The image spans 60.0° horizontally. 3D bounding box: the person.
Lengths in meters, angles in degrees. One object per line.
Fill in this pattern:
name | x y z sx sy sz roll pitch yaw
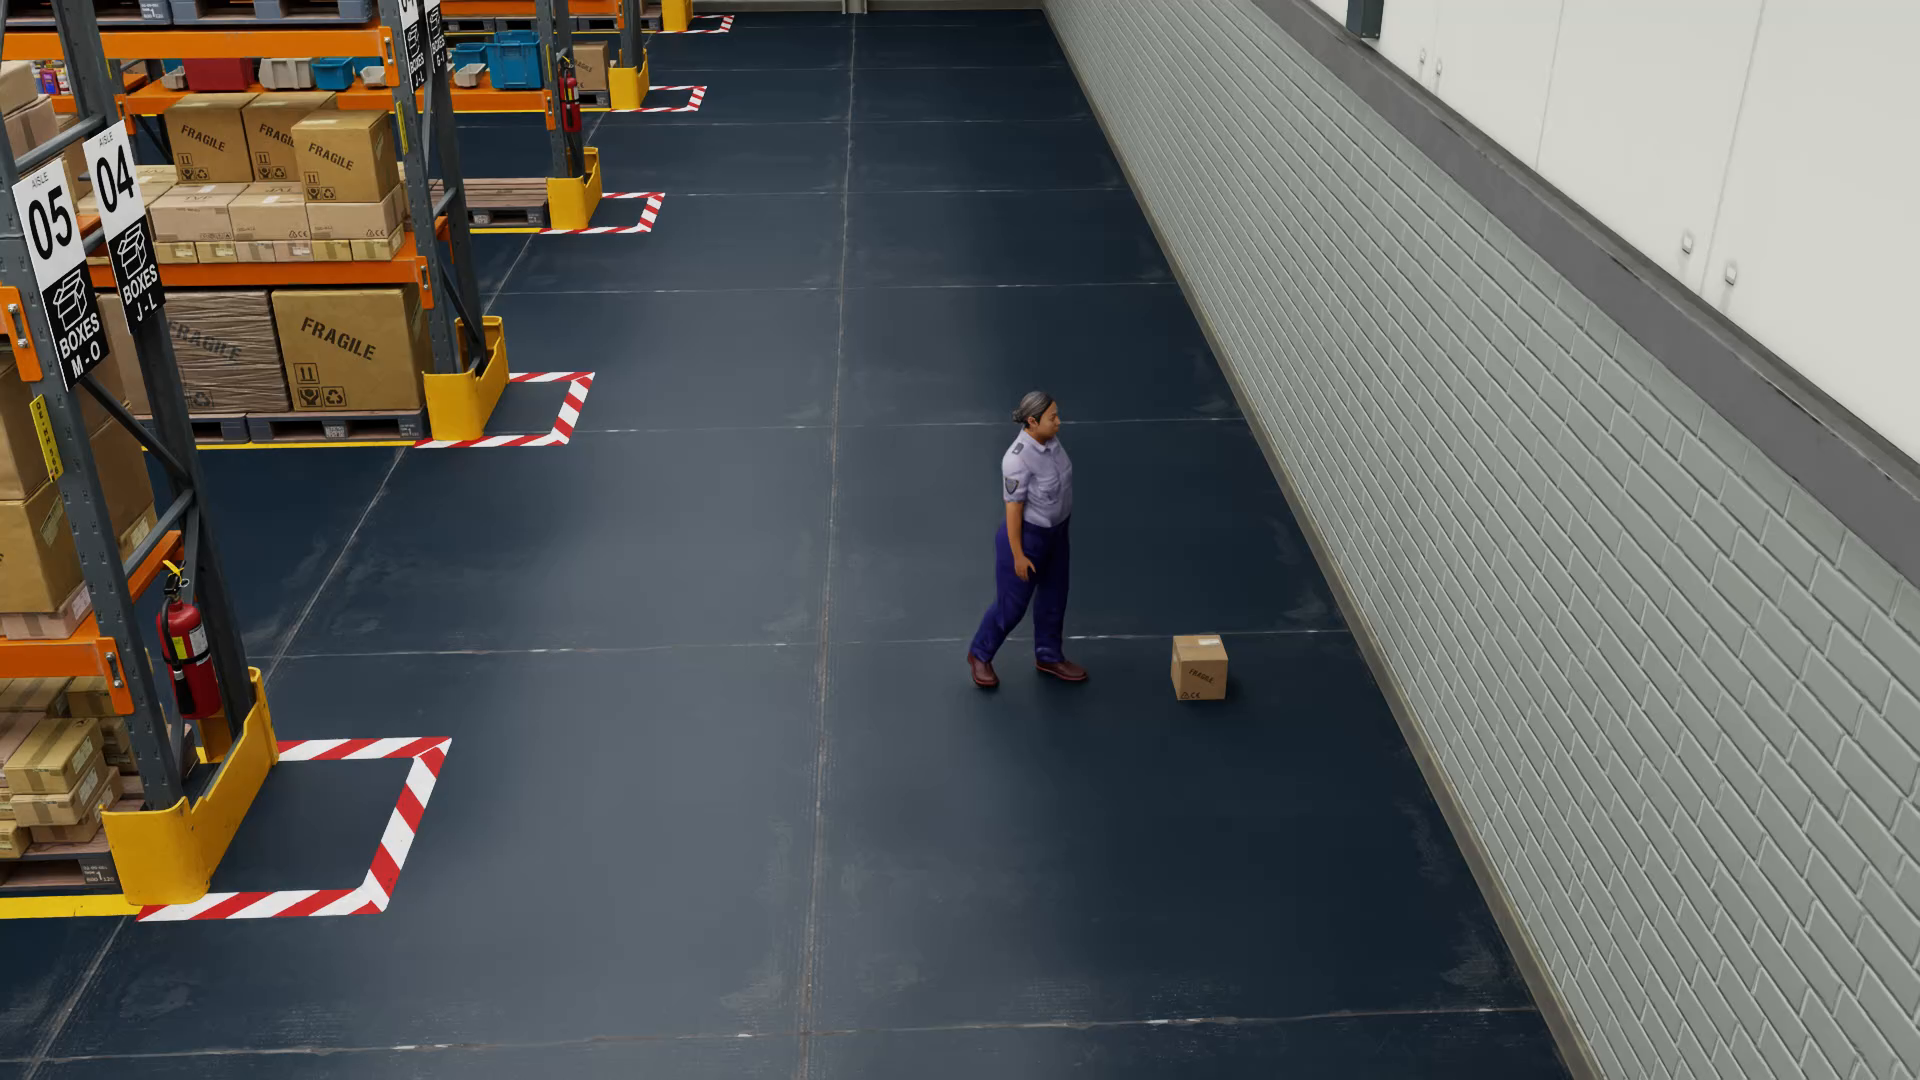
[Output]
person | 0.354 0.006 8.622 0.614 1.633 0.521 17 32 29
